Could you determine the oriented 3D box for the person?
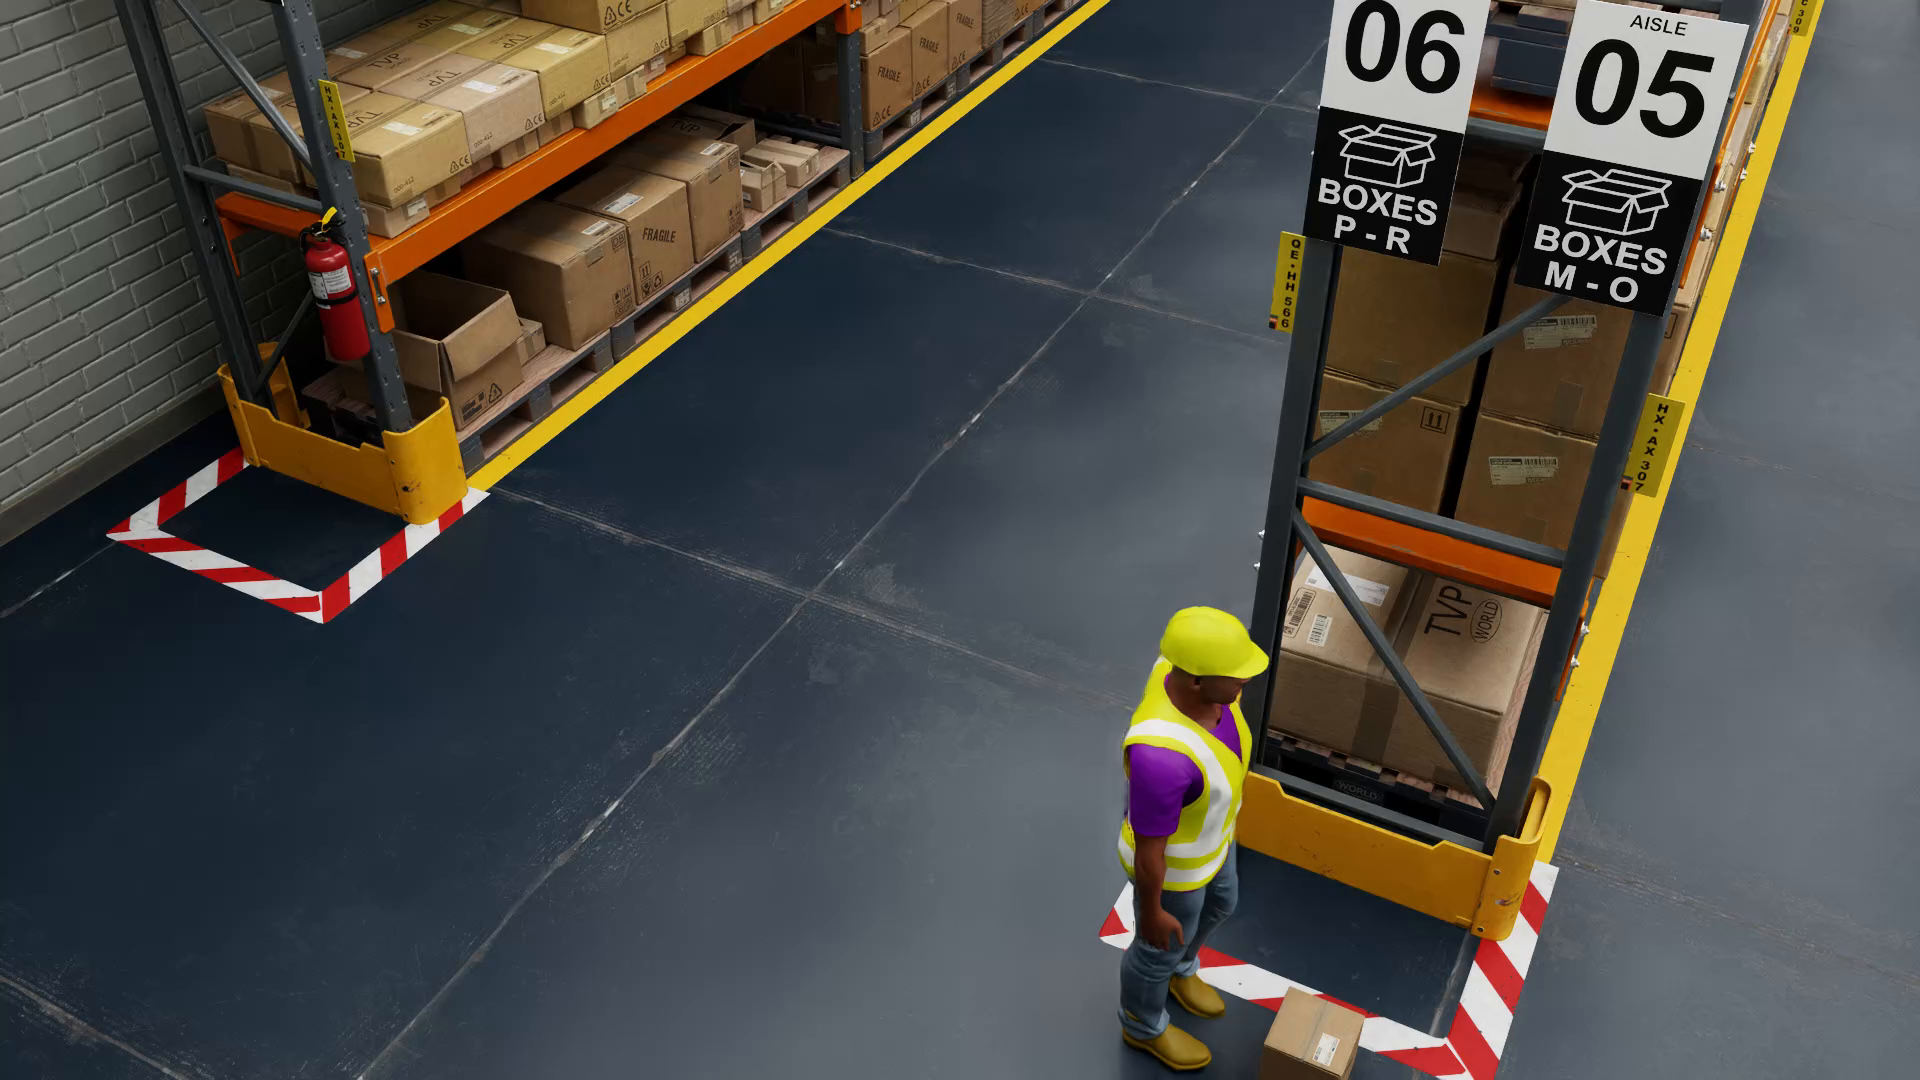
[{"bbox_3d":[0.662,0.924,4.946,0.379,1.796,0.600,14,40,17],"label":"person"}]
